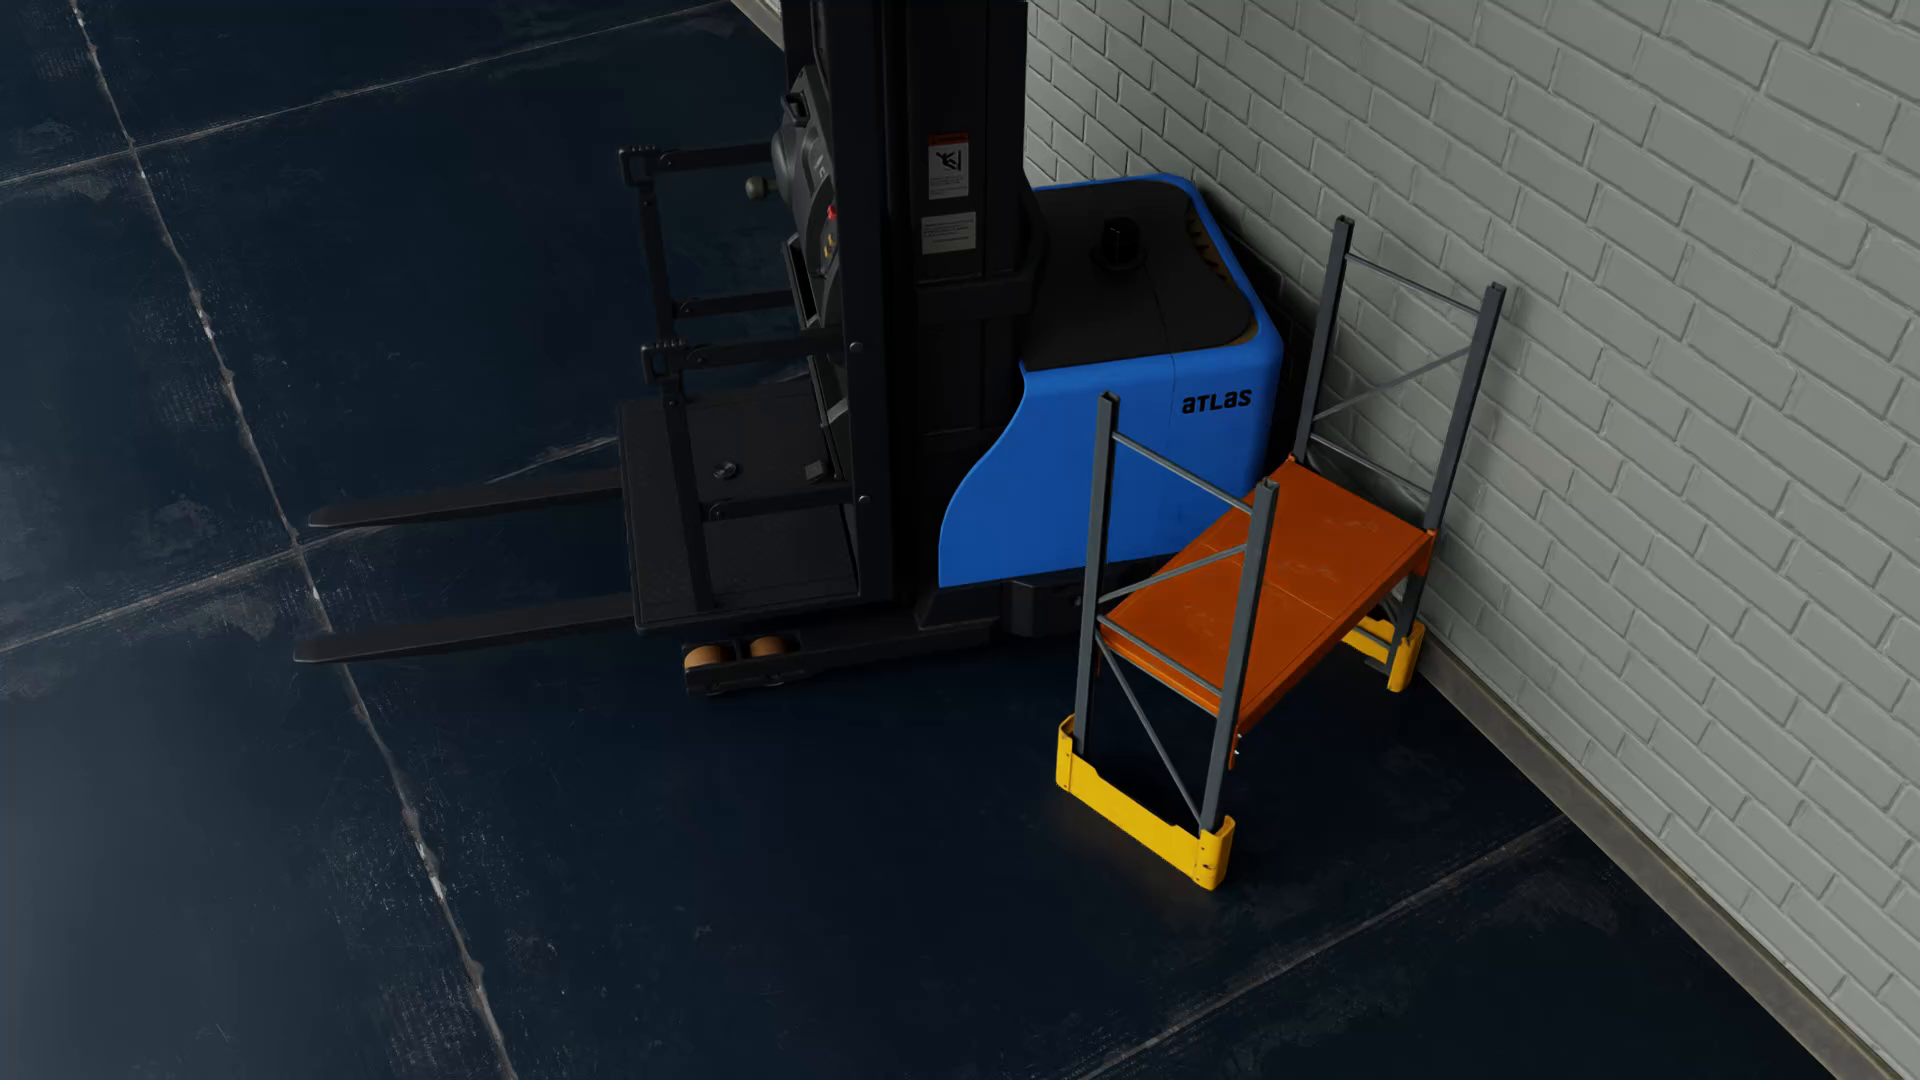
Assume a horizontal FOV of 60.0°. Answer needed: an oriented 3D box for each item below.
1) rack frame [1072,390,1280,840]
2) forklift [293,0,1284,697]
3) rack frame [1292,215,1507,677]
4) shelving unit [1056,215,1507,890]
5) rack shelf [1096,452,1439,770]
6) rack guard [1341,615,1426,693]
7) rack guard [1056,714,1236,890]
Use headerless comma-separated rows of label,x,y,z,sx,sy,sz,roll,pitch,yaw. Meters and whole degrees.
rack frame,0.523,0.304,4.360,0.500,1.500,0.032,32,53,29
forklift,-0.611,-0.964,4.639,3.031,2.935,1.130,-8,45,-8
rack frame,1.209,-0.218,4.898,0.500,1.500,0.032,32,53,29
shelving unit,0.860,0.048,4.624,0.587,1.500,1.083,32,53,29
rack shelf,0.866,0.172,4.754,0.538,0.185,1.000,32,53,29
rack guard,1.196,0.240,5.323,0.587,0.250,0.087,32,53,29
rack guard,0.524,0.752,4.796,0.587,0.250,0.087,32,53,29
